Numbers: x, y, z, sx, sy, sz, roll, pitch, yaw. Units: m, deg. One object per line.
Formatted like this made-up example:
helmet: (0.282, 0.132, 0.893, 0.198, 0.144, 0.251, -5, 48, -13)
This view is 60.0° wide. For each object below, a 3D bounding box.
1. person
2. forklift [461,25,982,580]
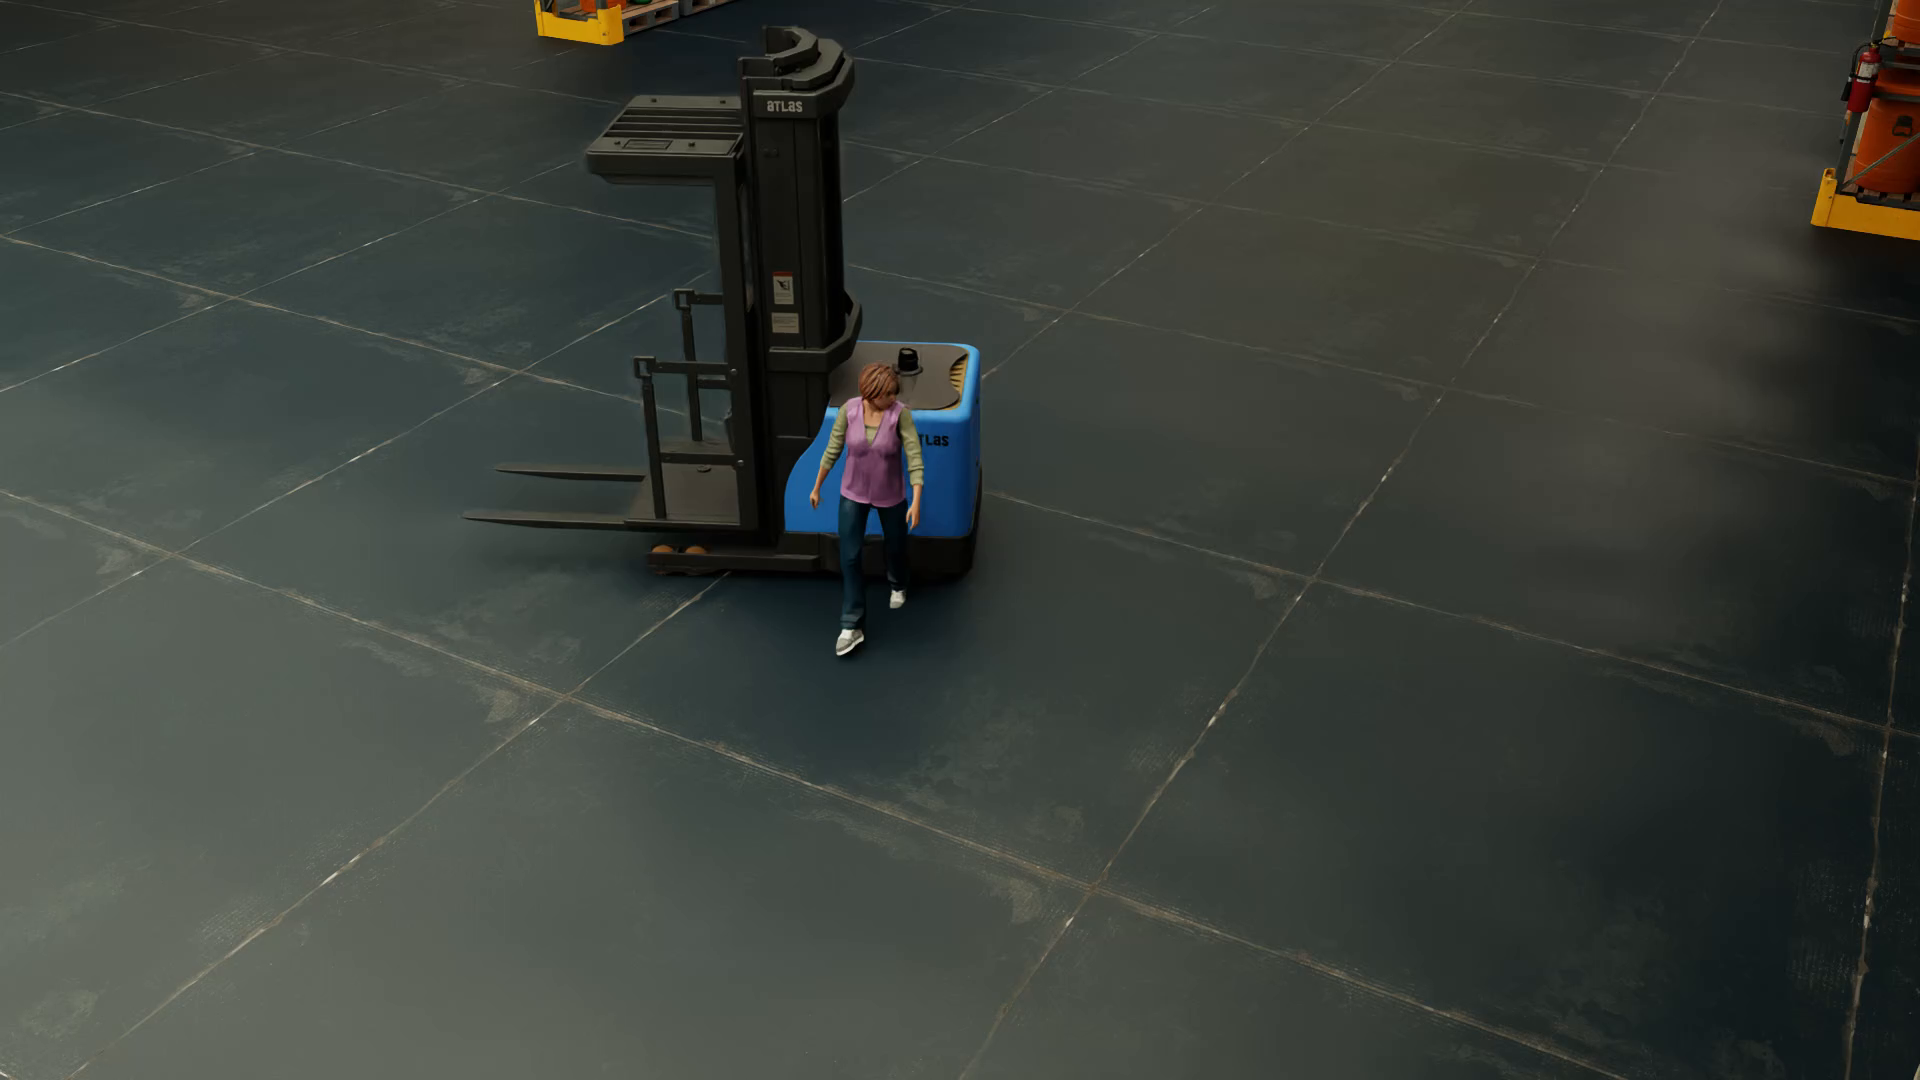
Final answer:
person: (-0.494, -0.176, 8.816, 0.627, 1.590, 0.799, 1, 30, 2)
forklift: (-1.408, -1.322, 9.362, 3.031, 2.935, 1.130, 2, 30, 4)
